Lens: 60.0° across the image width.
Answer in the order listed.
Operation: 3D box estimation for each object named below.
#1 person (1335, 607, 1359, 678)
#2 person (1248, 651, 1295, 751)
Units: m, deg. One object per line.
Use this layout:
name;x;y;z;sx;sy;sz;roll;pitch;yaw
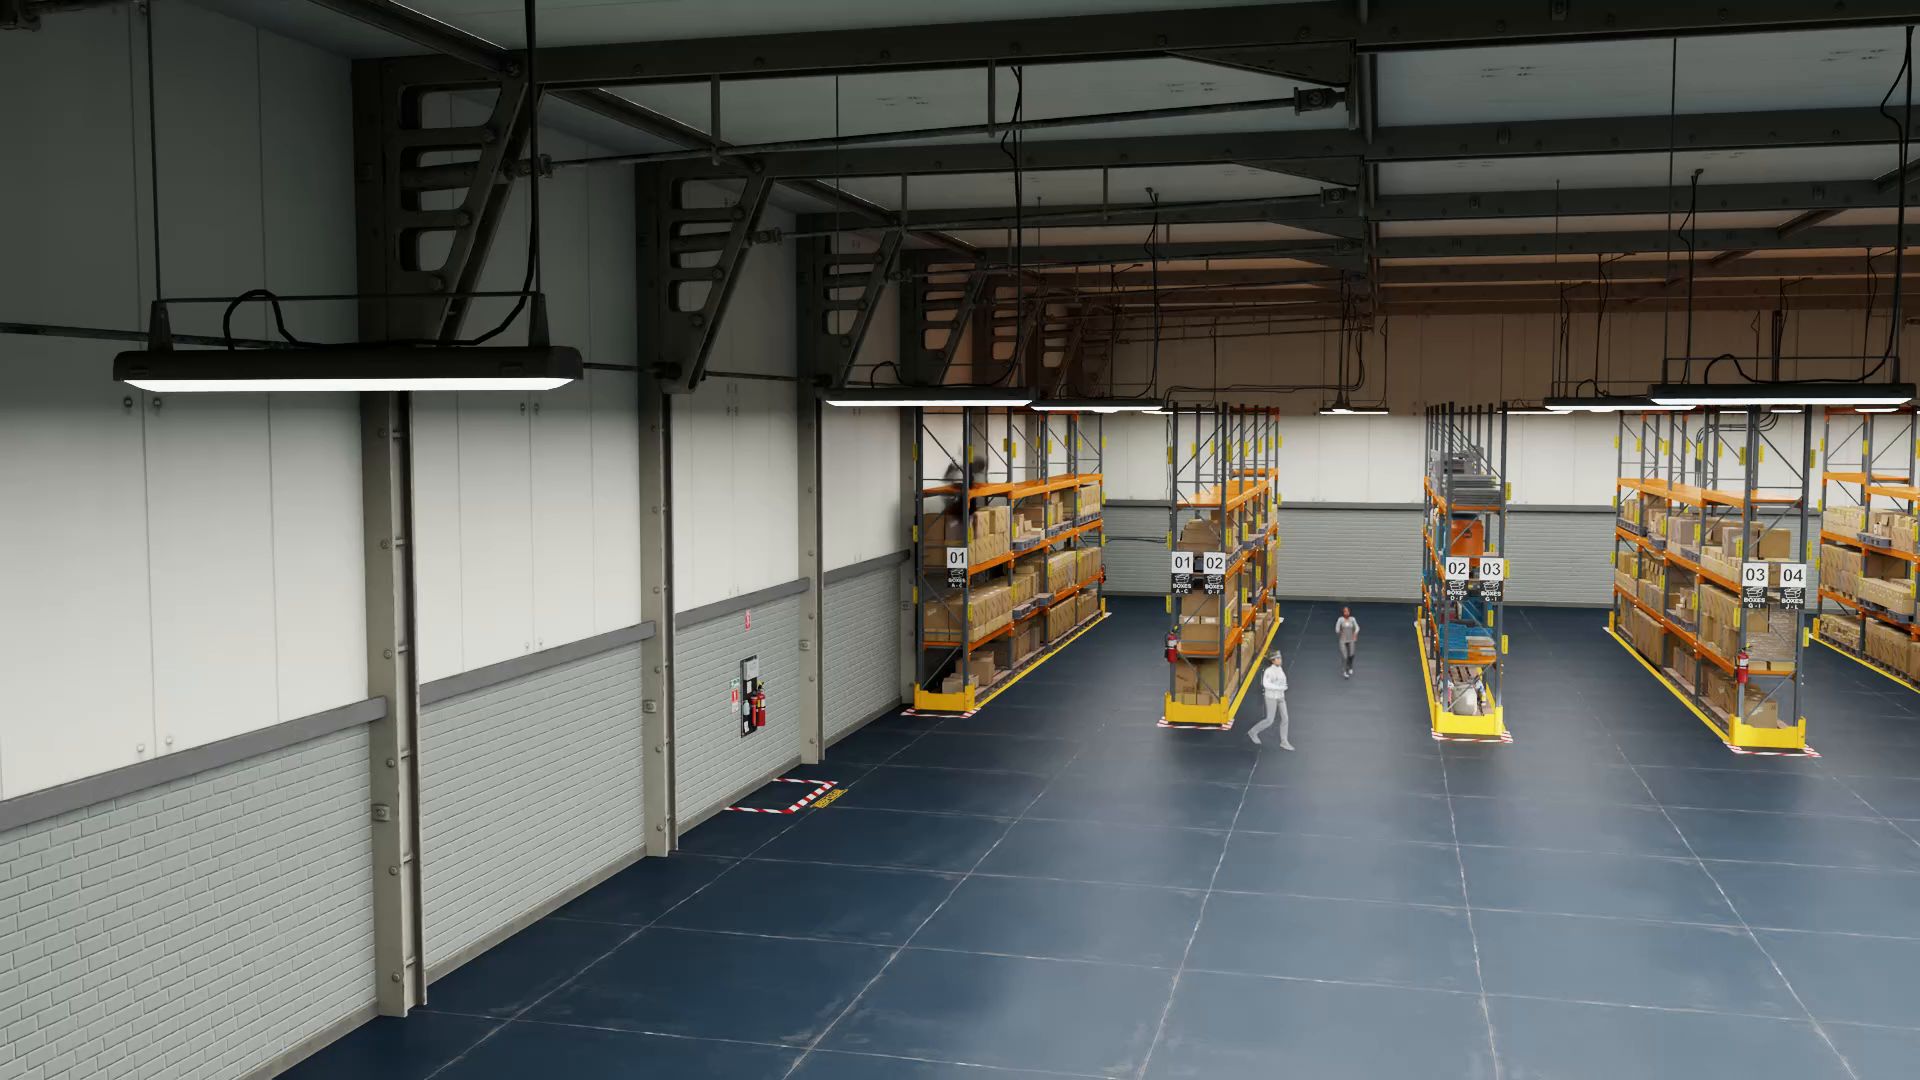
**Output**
person;8.473;2.239;36.388;0.509;1.568;0.622;1;4;10
person;5.413;2.756;28.736;0.829;1.717;0.624;4;6;42
